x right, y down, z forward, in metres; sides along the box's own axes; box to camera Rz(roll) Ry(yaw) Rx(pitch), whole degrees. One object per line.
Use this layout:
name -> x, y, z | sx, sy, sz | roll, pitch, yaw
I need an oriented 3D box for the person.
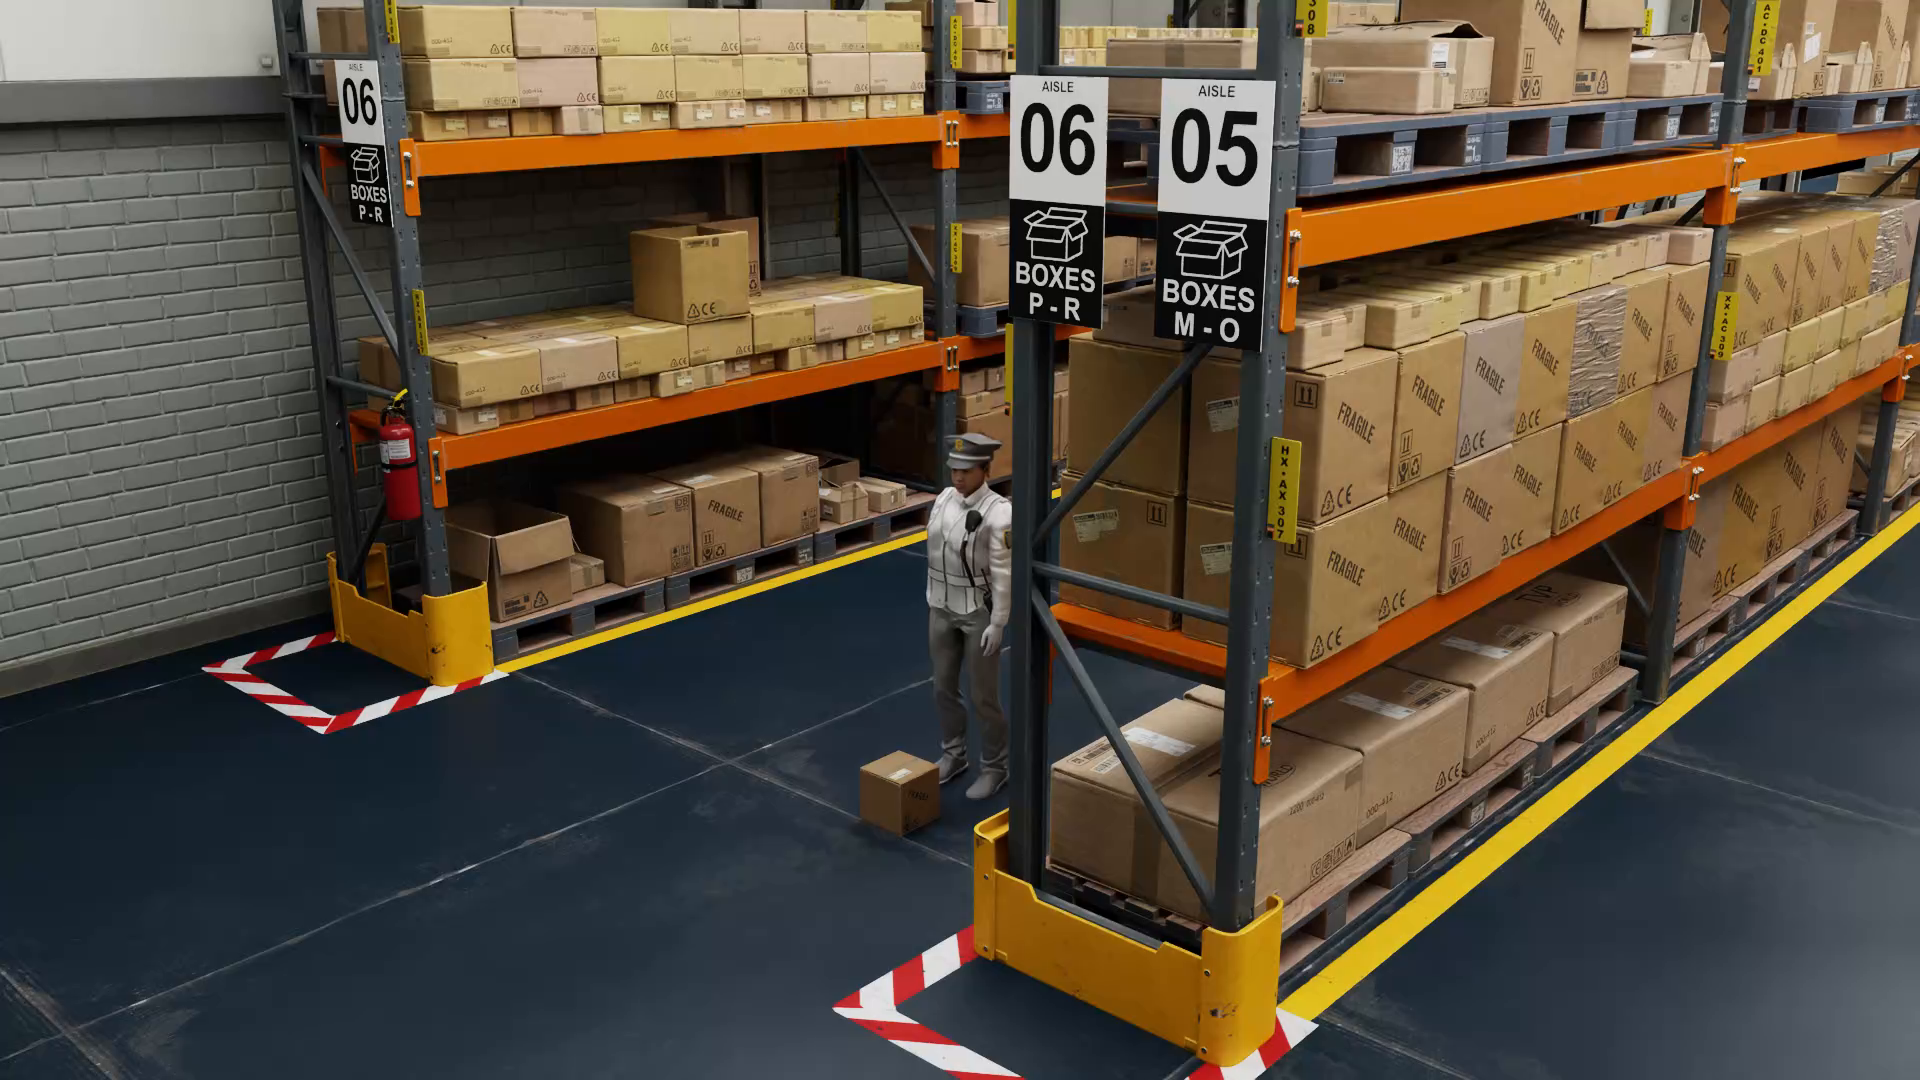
person -> 0.034, 0.347, 7.444 | 0.469, 1.678, 0.329 | 14, 22, 39
